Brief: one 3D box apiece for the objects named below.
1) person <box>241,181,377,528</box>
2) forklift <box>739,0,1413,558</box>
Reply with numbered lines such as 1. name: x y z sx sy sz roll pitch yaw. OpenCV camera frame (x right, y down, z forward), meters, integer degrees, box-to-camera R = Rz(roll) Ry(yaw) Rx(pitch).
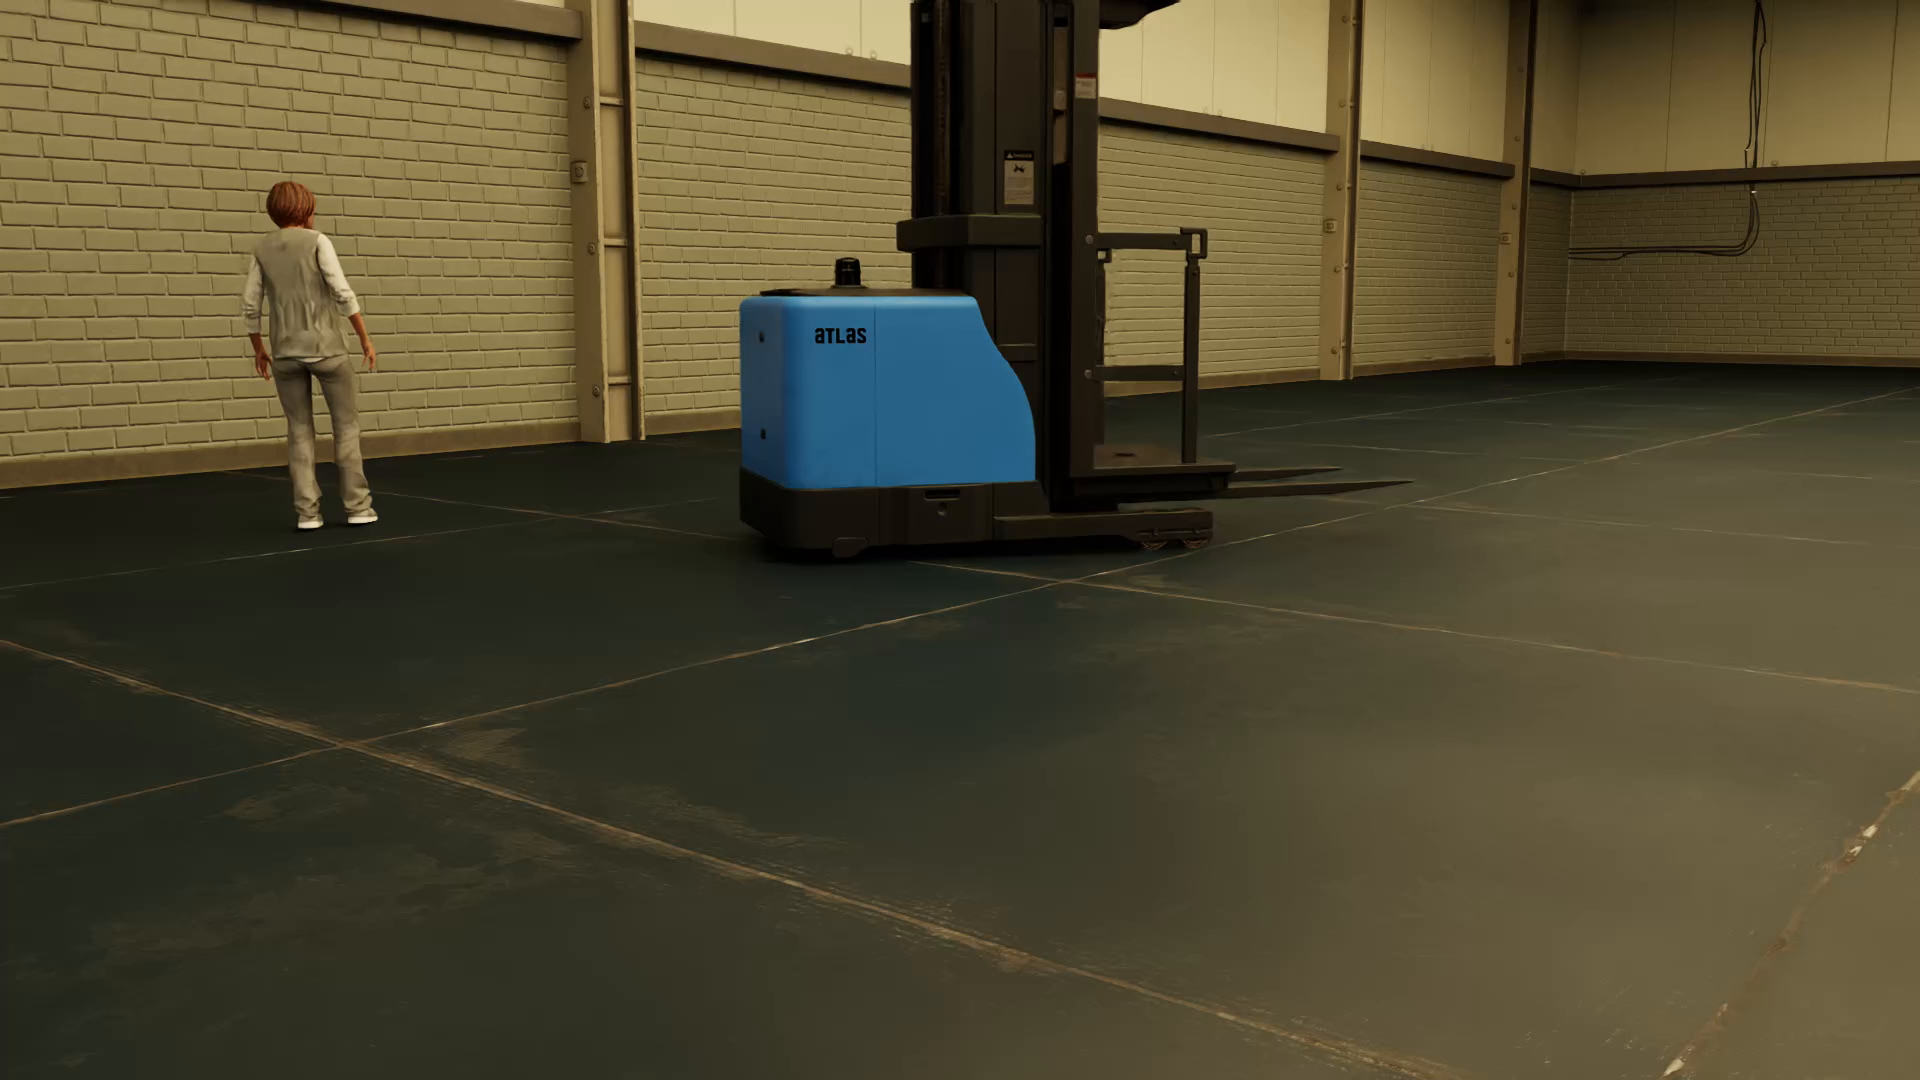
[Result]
1. person: -3.000 -0.855 7.742 0.580 1.598 0.450 0 8 -2
2. forklift: 0.577 -1.480 7.399 3.031 2.935 1.130 -3 9 -19
